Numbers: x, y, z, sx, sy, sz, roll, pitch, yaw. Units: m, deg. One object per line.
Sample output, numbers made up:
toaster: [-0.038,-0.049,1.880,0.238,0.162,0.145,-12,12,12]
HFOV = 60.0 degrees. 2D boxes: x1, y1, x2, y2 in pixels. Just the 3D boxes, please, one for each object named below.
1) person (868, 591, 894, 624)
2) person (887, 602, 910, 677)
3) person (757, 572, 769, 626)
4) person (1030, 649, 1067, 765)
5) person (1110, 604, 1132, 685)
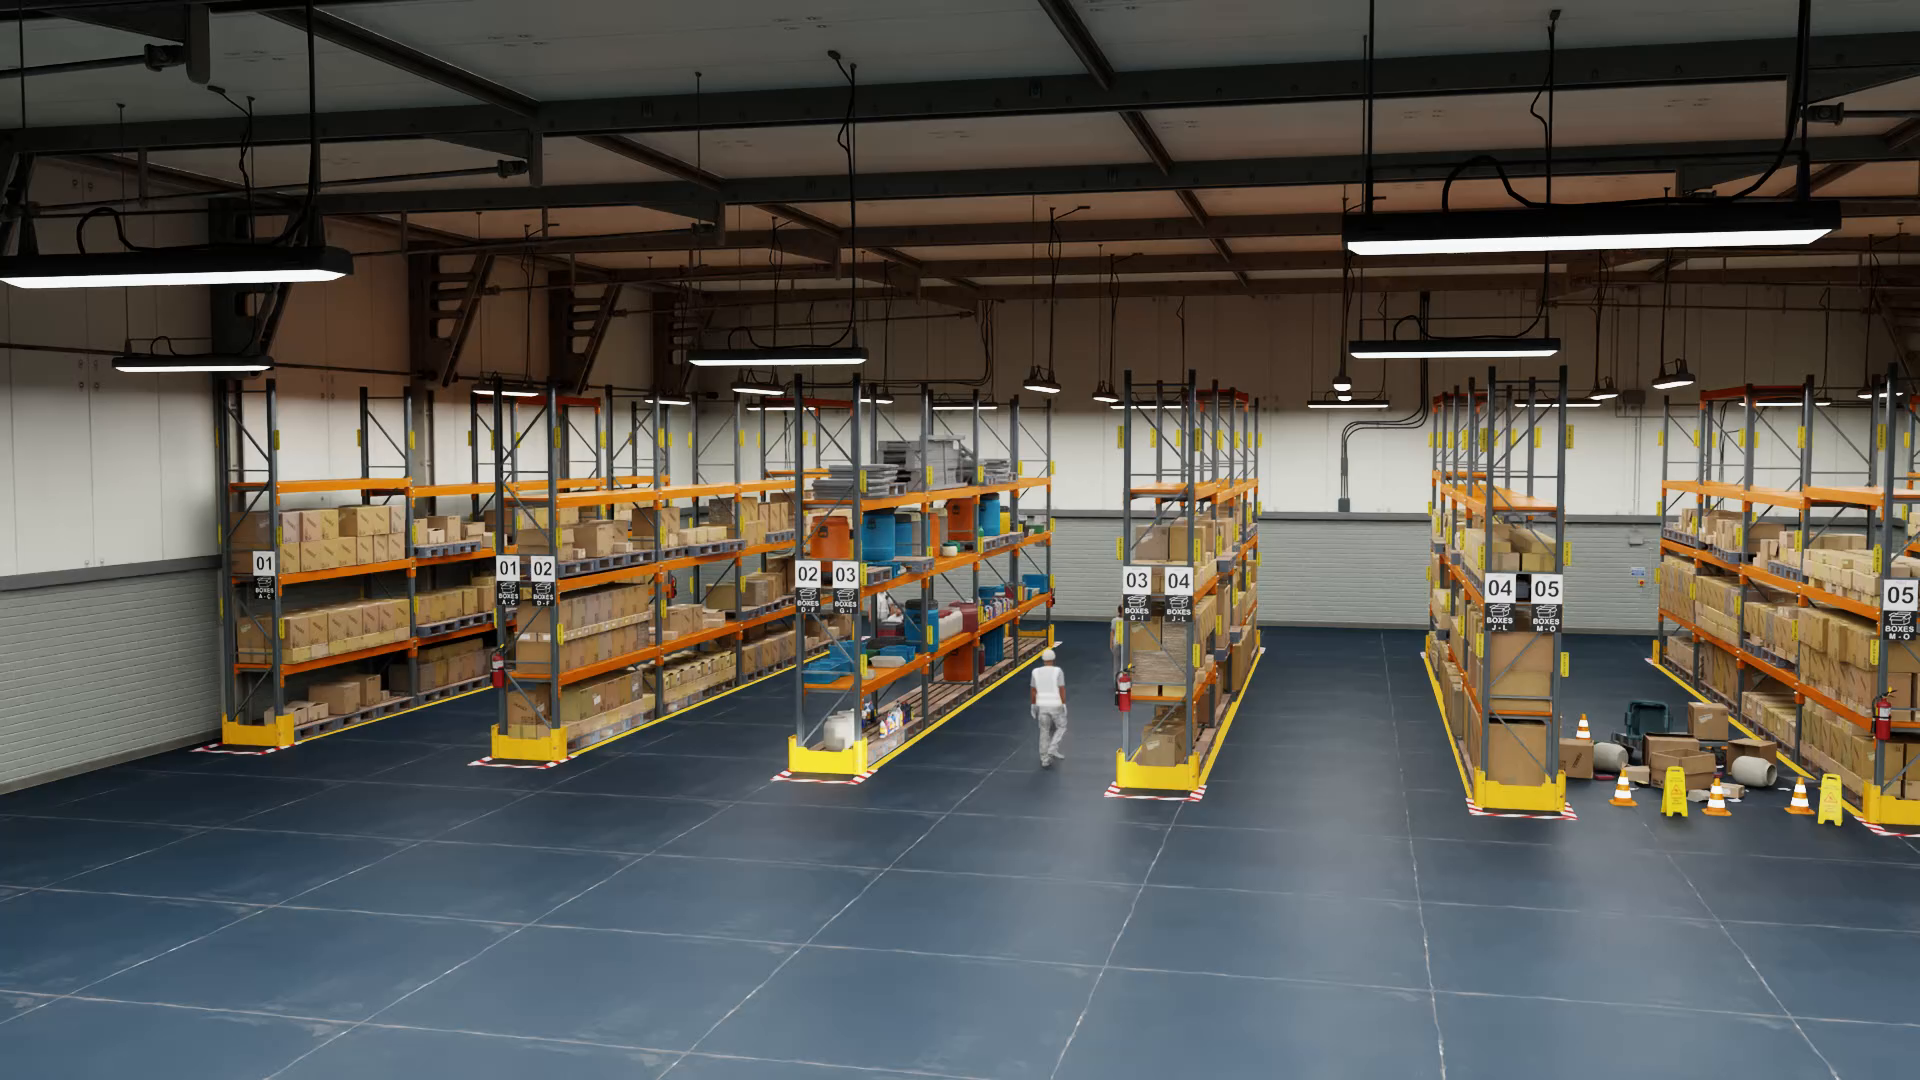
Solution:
person: [-1.865,1.787,39.100,0.564,1.714,1.099,1,3,10]
person: [-1.245,2.094,35.075,0.604,1.617,0.714,2,4,26]
person: [-4.978,1.645,41.238,0.633,1.778,0.587,3,5,41]
person: [1.361,2.572,25.623,0.598,1.772,0.492,1,4,23]
person: [3.327,2.138,33.992,0.493,1.662,0.752,1,4,16]
